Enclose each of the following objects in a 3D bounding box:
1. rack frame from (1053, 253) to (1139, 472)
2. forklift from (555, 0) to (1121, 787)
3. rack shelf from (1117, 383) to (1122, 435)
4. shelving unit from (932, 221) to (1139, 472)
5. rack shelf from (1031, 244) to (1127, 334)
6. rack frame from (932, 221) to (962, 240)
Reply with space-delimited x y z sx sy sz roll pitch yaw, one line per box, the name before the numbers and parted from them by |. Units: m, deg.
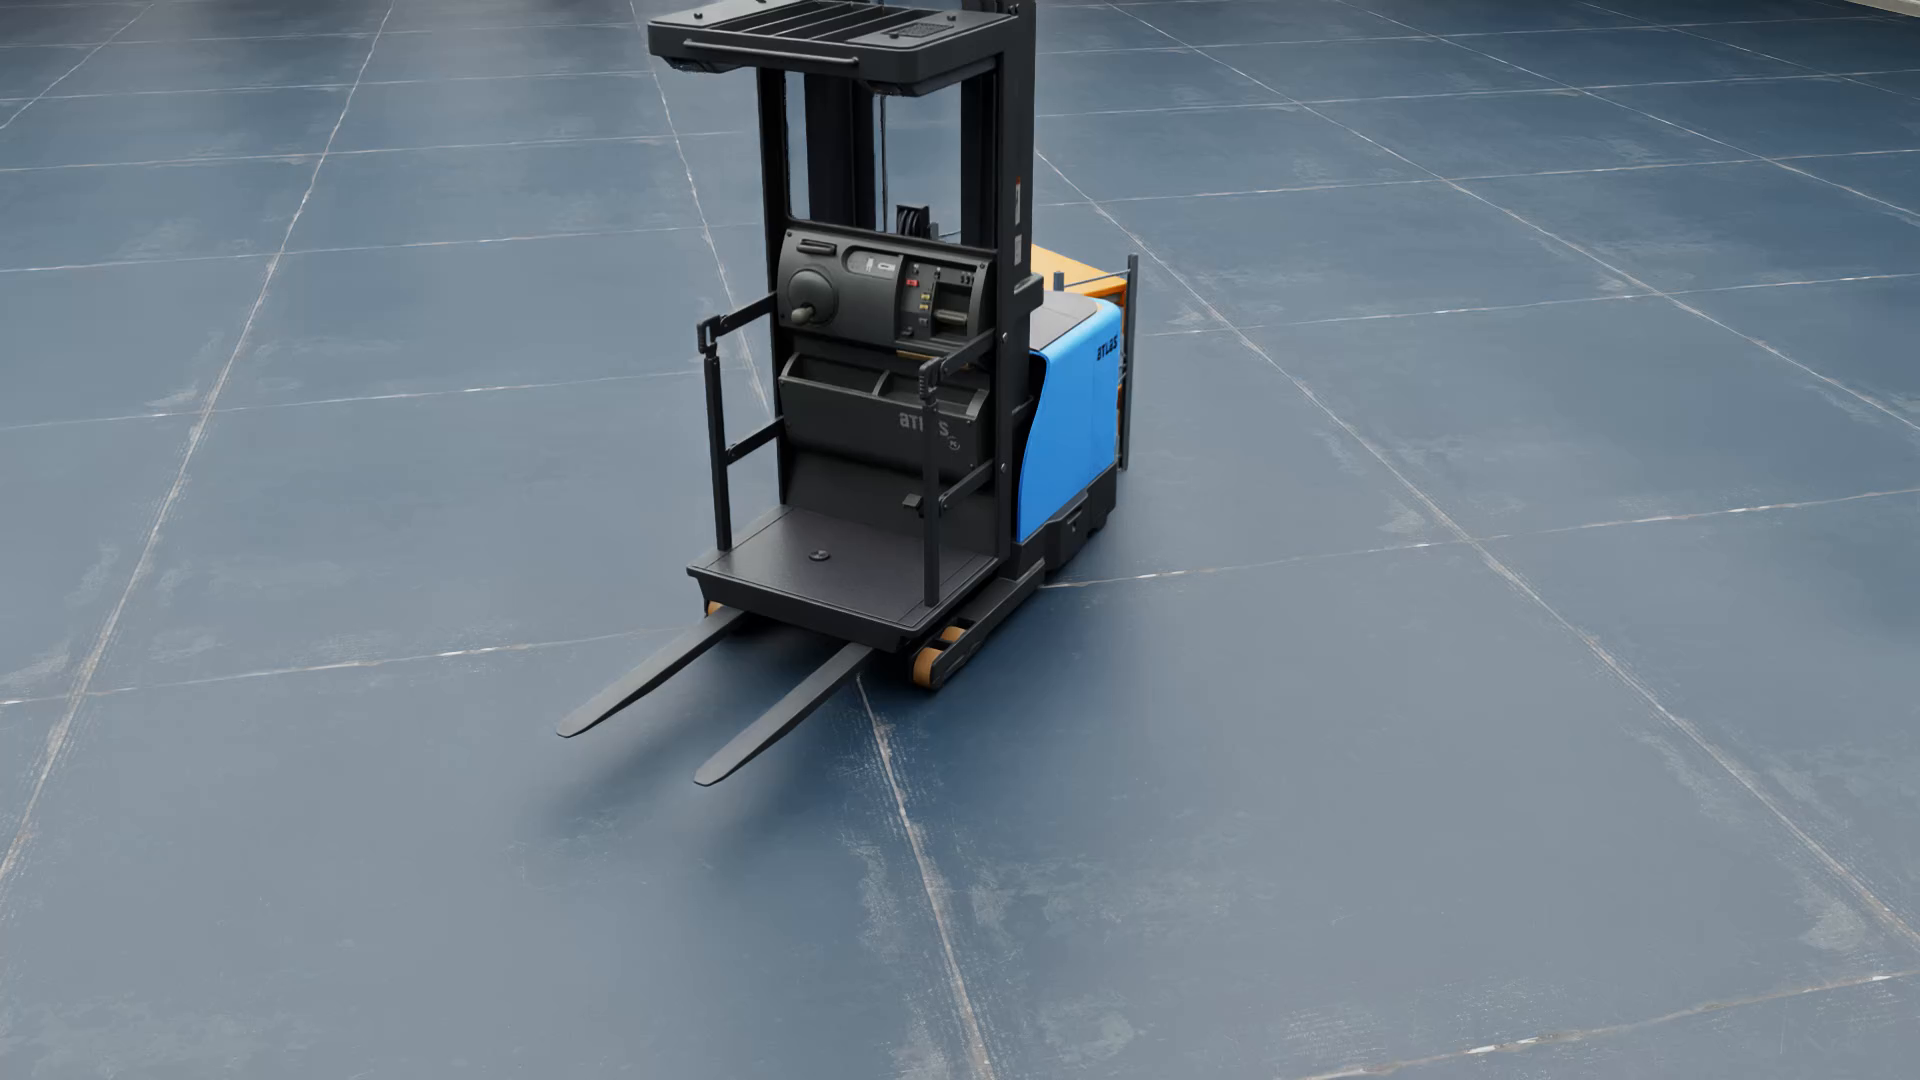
rack frame | 0.645 -0.804 8.095 0.500 1.125 0.032 -18 32 -31
forklift | -0.413 -0.950 6.378 1.130 2.935 3.031 14 30 26
rack shelf | 0.348 -0.772 8.574 0.538 0.278 1.000 -18 32 -31
shelving unit | 0.348 -0.990 8.464 0.538 1.125 1.048 -18 32 -31
rack shelf | 0.348 -1.252 8.332 0.538 0.278 1.000 -18 32 -31
rack frame | 0.052 -1.176 8.832 0.500 1.125 0.032 -18 32 -31
